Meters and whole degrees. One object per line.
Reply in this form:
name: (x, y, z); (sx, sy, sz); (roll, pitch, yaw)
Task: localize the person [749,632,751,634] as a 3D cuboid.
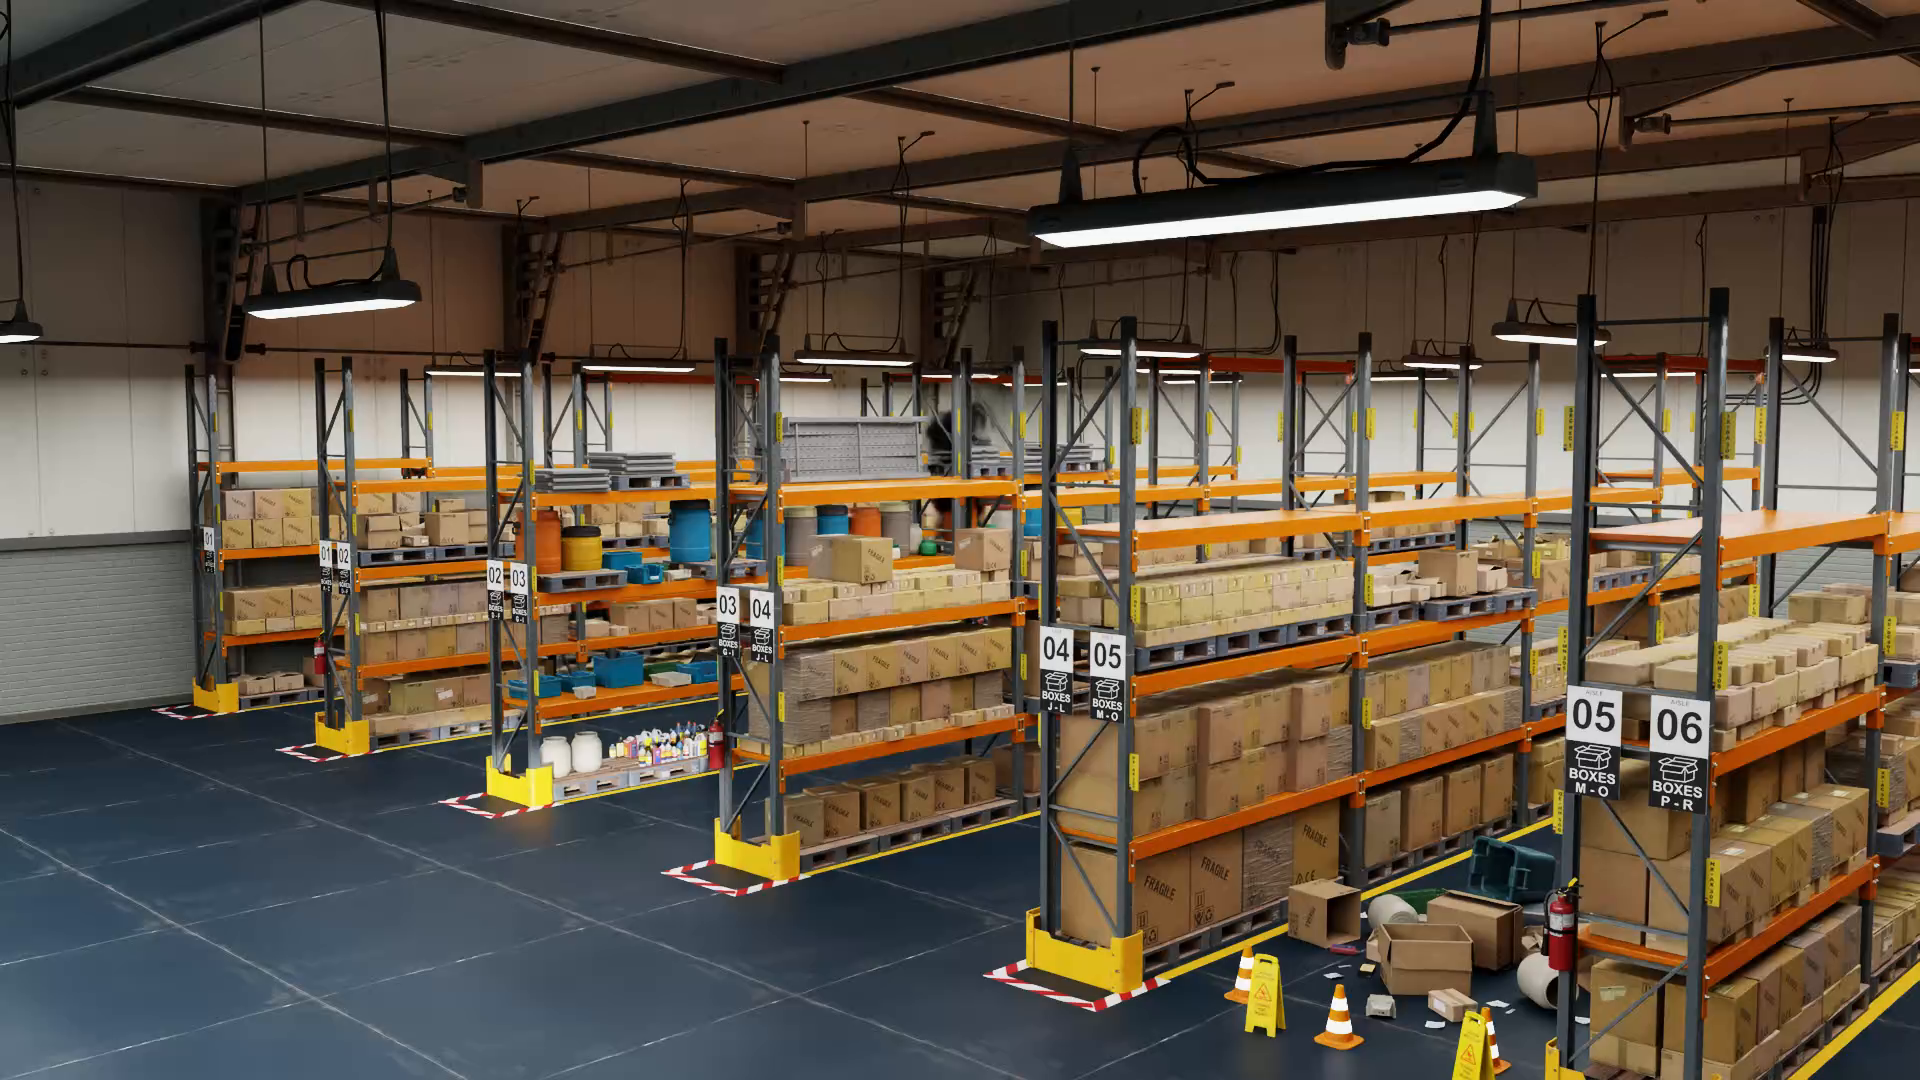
person: (-4.176, 1.628, 35.097); (0.638, 1.769, 0.706); (3, 5, 37)

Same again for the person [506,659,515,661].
person: (-8.058, 2.026, 29.858); (0.662, 1.743, 0.771); (4, 6, 44)
